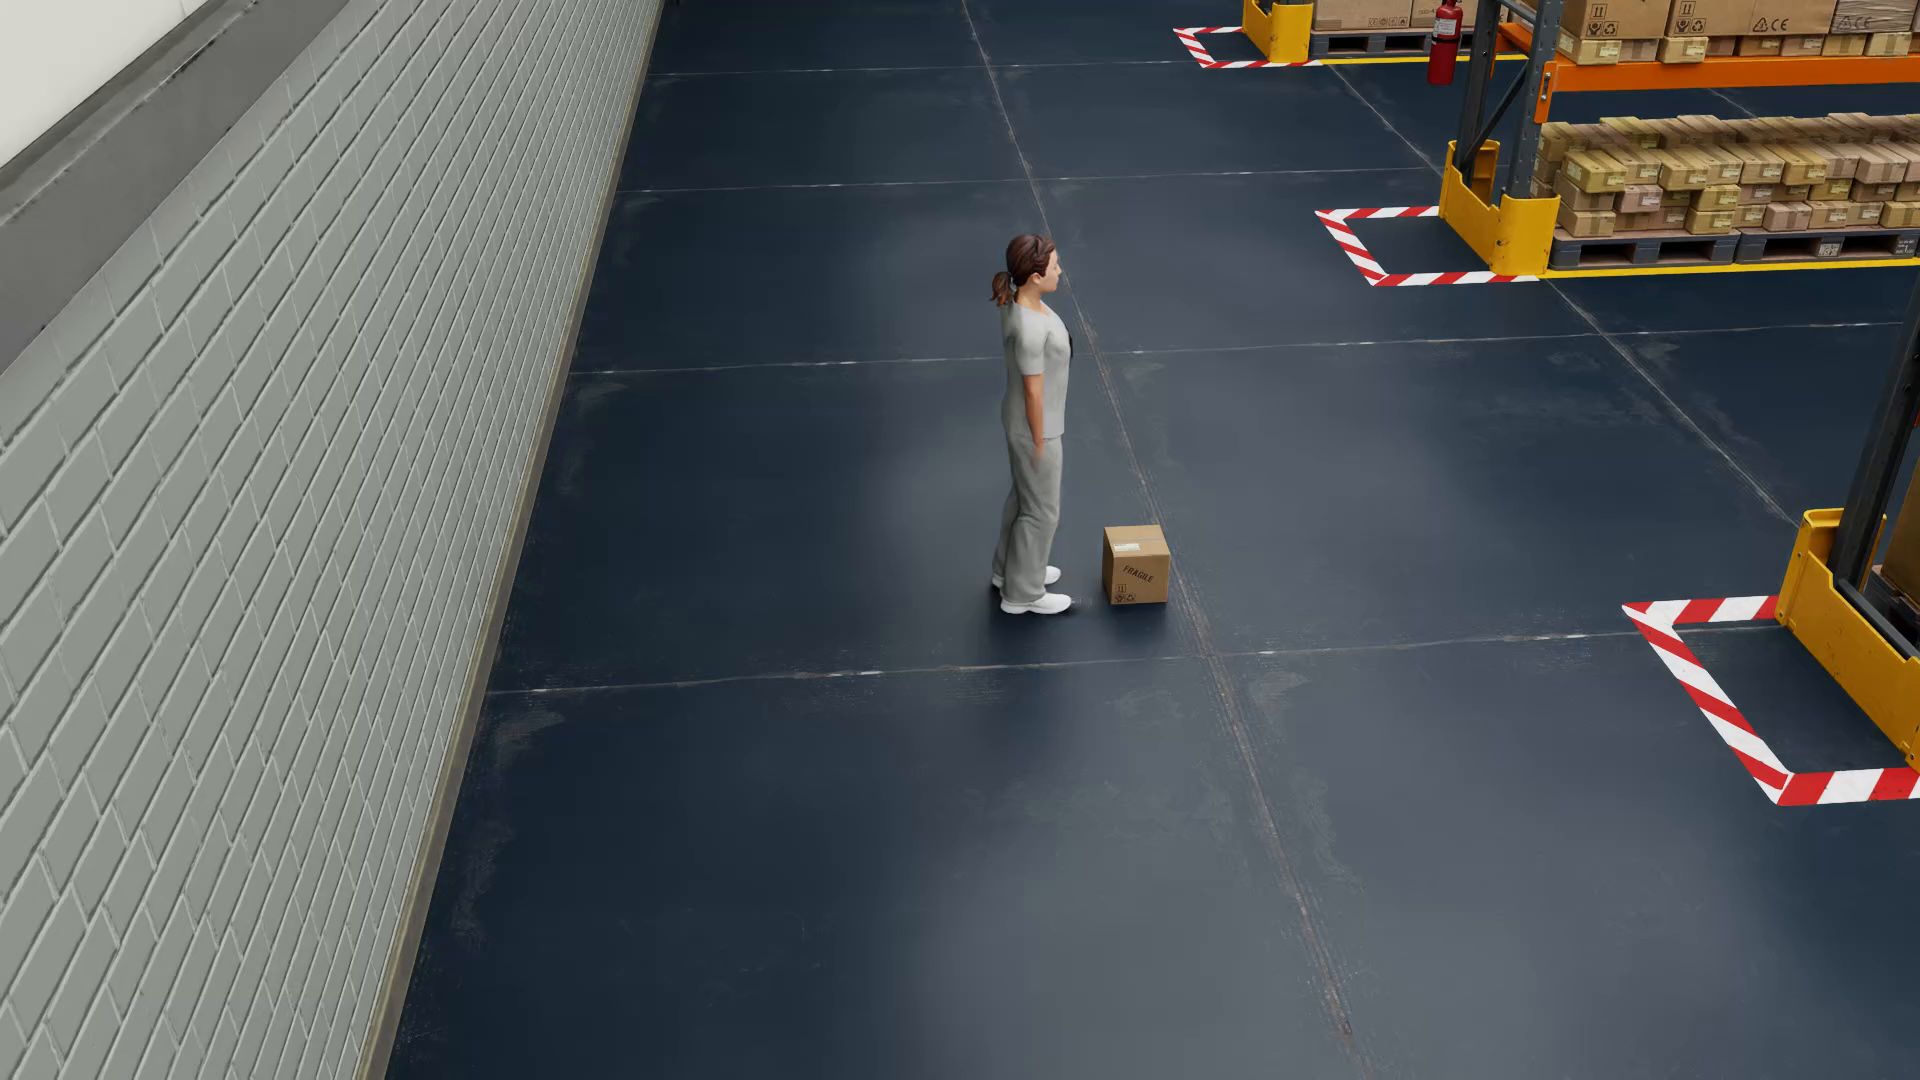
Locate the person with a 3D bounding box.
[{"bbox_3d":[0.293,-0.479,6.933,0.365,1.668,0.437,-2,31,-3],"label":"person"}]
